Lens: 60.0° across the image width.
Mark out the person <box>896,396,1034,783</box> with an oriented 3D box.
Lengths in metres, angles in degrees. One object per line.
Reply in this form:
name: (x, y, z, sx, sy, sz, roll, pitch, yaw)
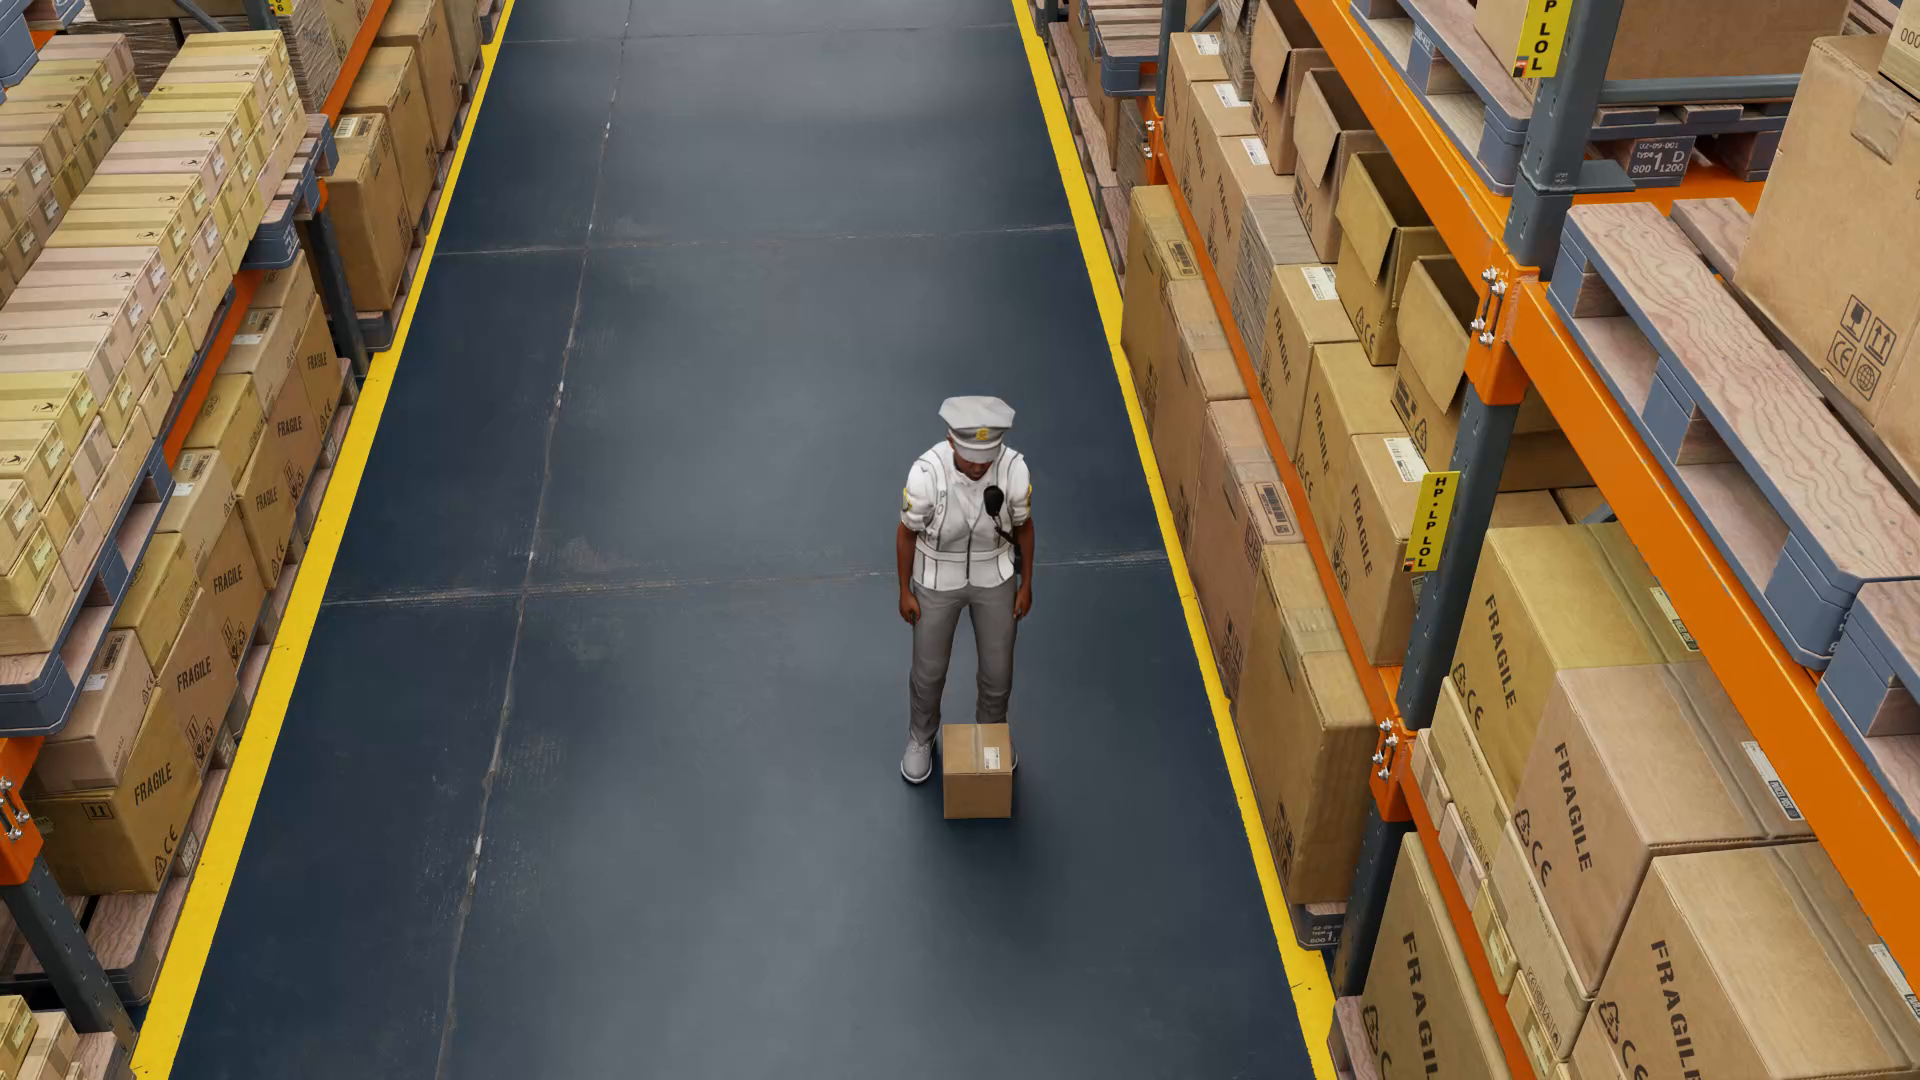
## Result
person: (0.015, 0.169, 5.951, 0.506, 1.657, 0.395, -4, 40, -5)
